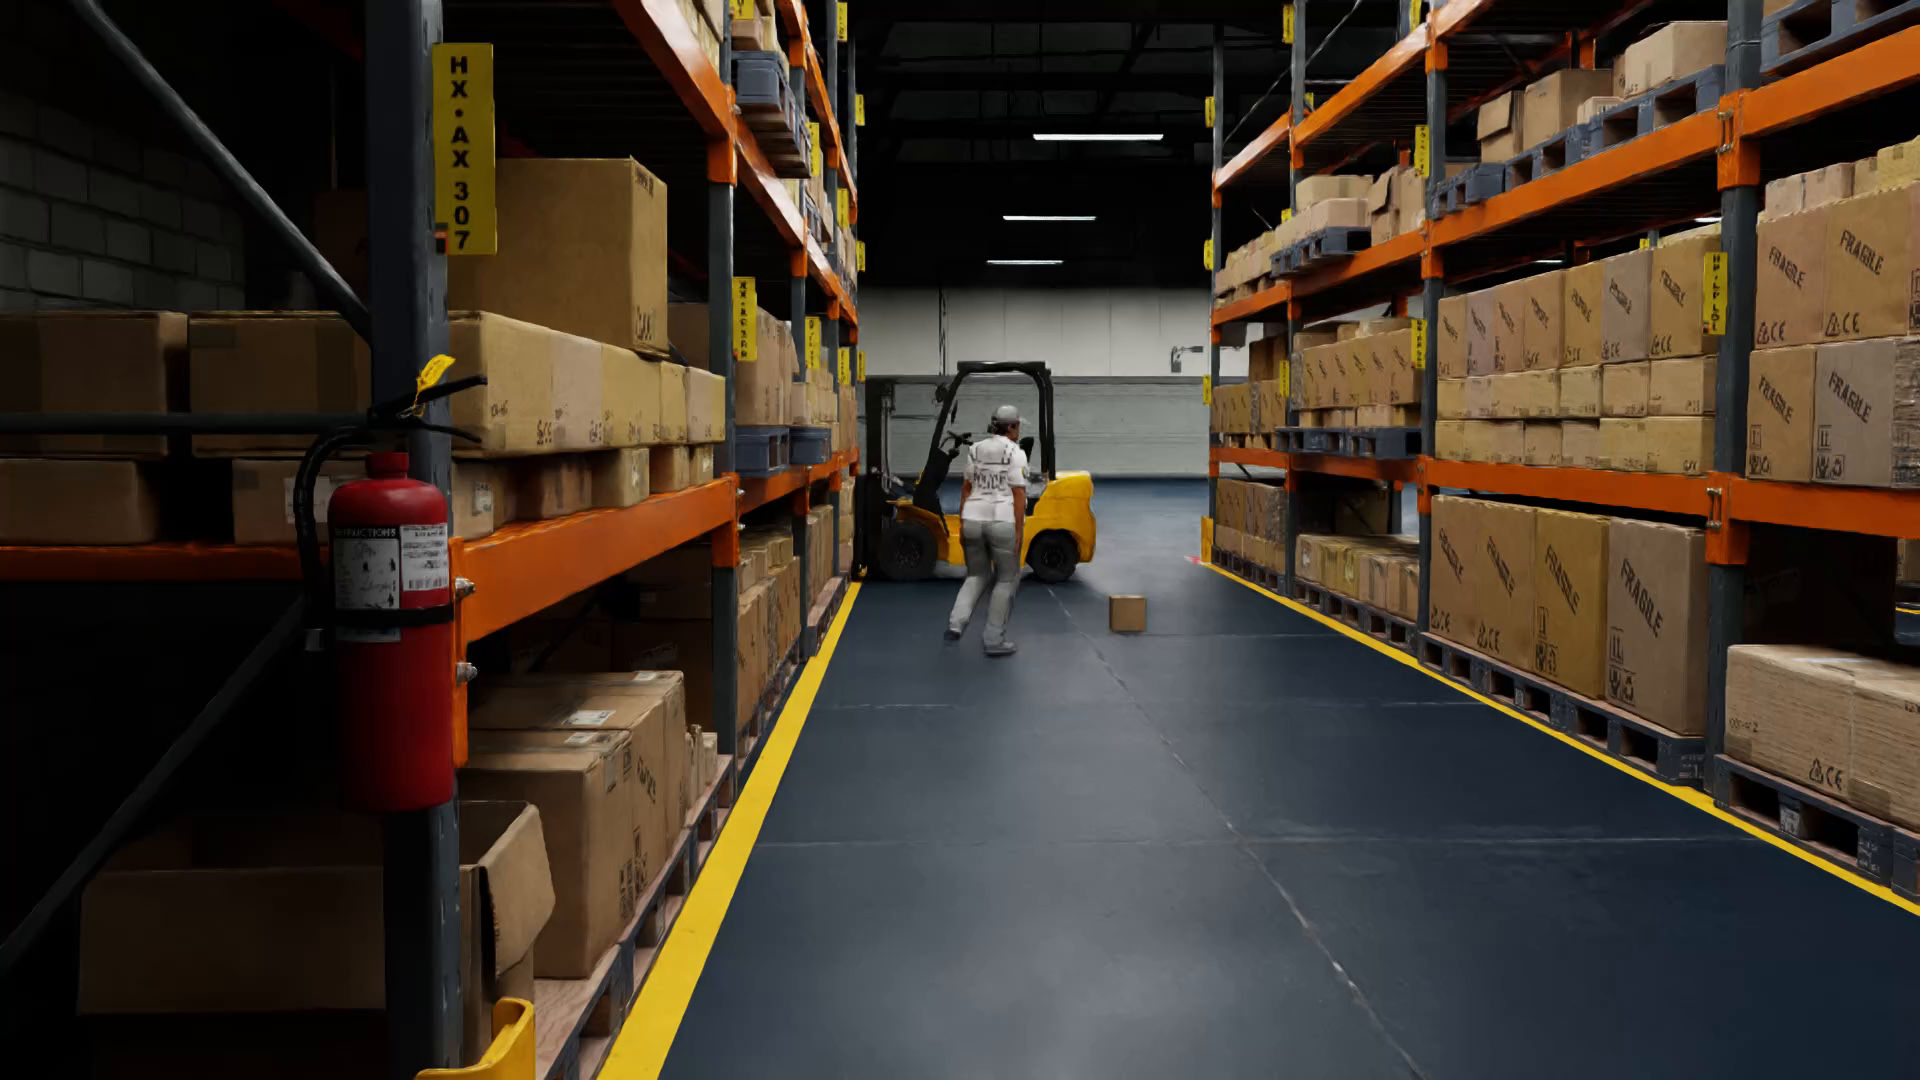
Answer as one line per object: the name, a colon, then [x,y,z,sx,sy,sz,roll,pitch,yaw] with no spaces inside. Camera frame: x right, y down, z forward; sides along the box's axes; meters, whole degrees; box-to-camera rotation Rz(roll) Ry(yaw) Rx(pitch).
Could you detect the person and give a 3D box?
person: [0.191,-0.069,11.017,0.547,1.655,0.575,3,5,35]
